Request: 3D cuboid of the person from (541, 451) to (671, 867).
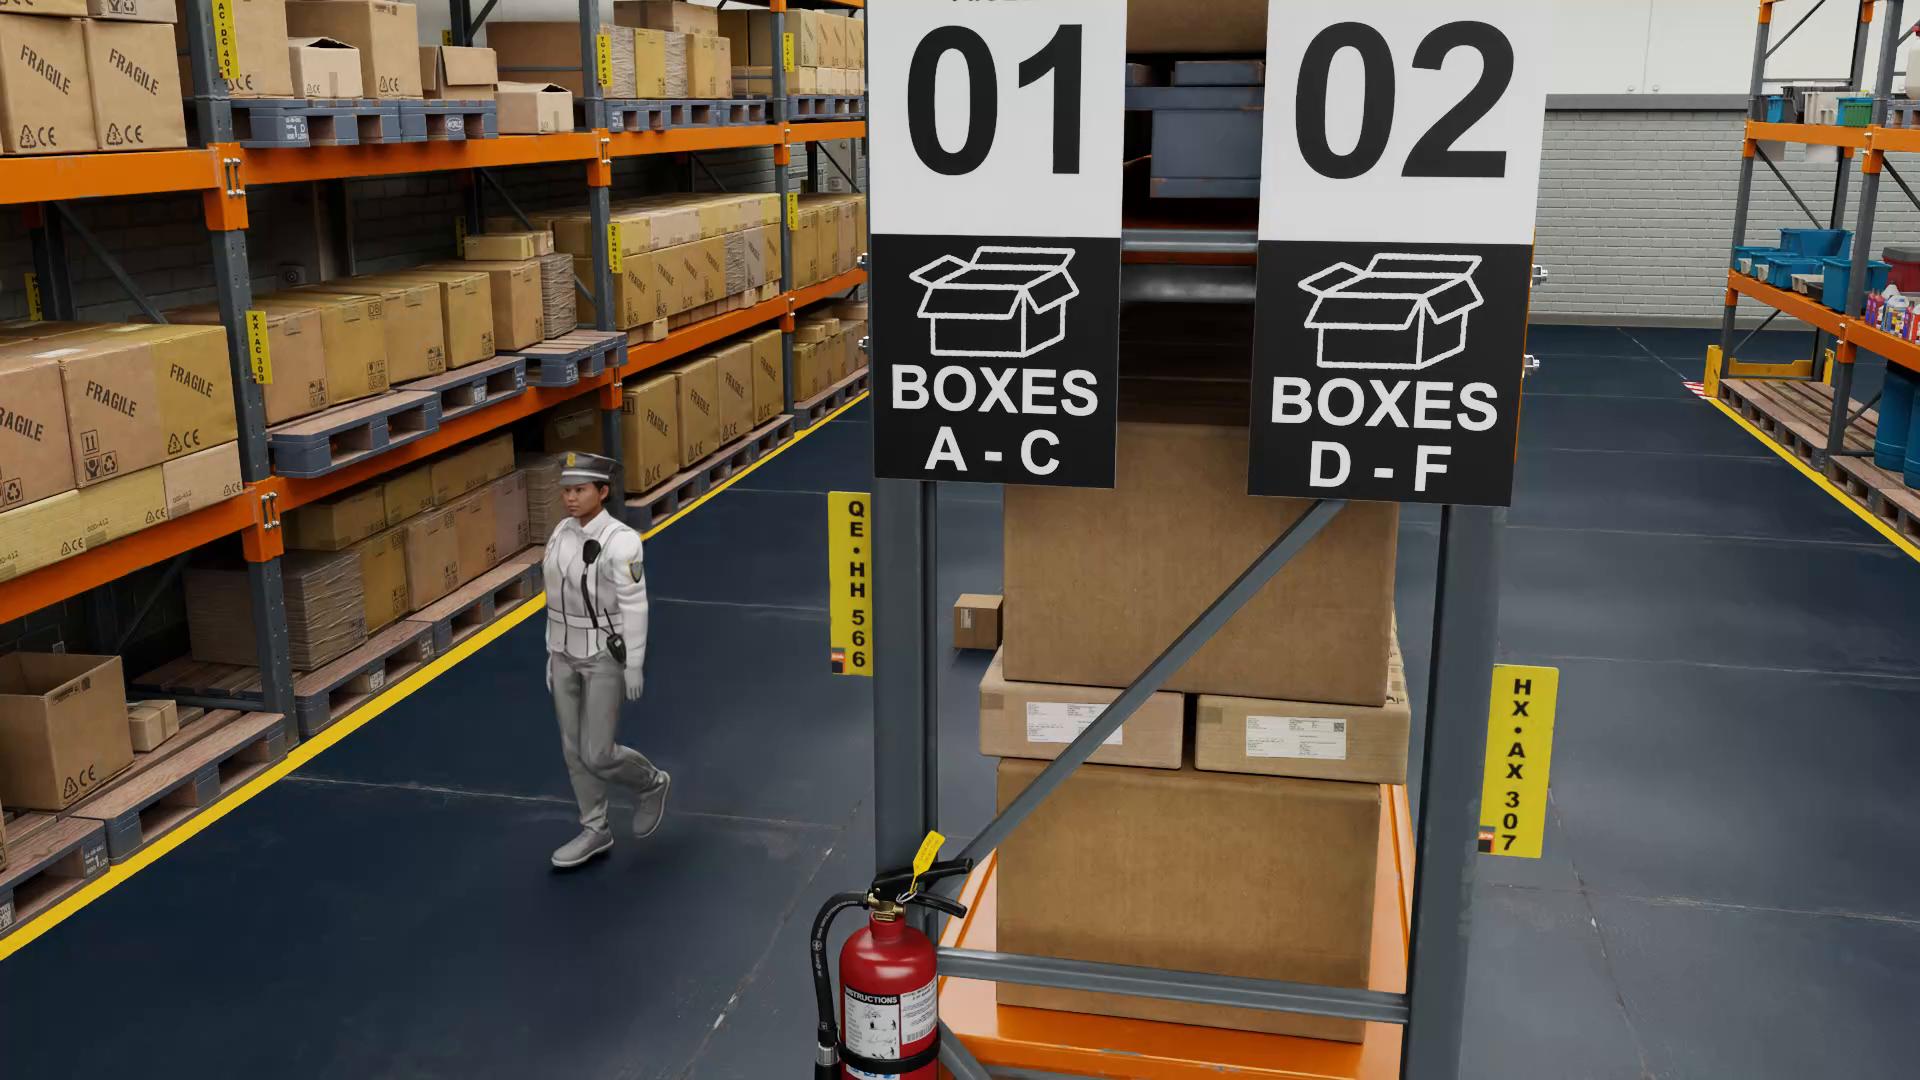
[{"bbox_3d":[-1.440,0.459,6.633,0.485,1.679,0.511,10,18,33],"label":"person"}]
